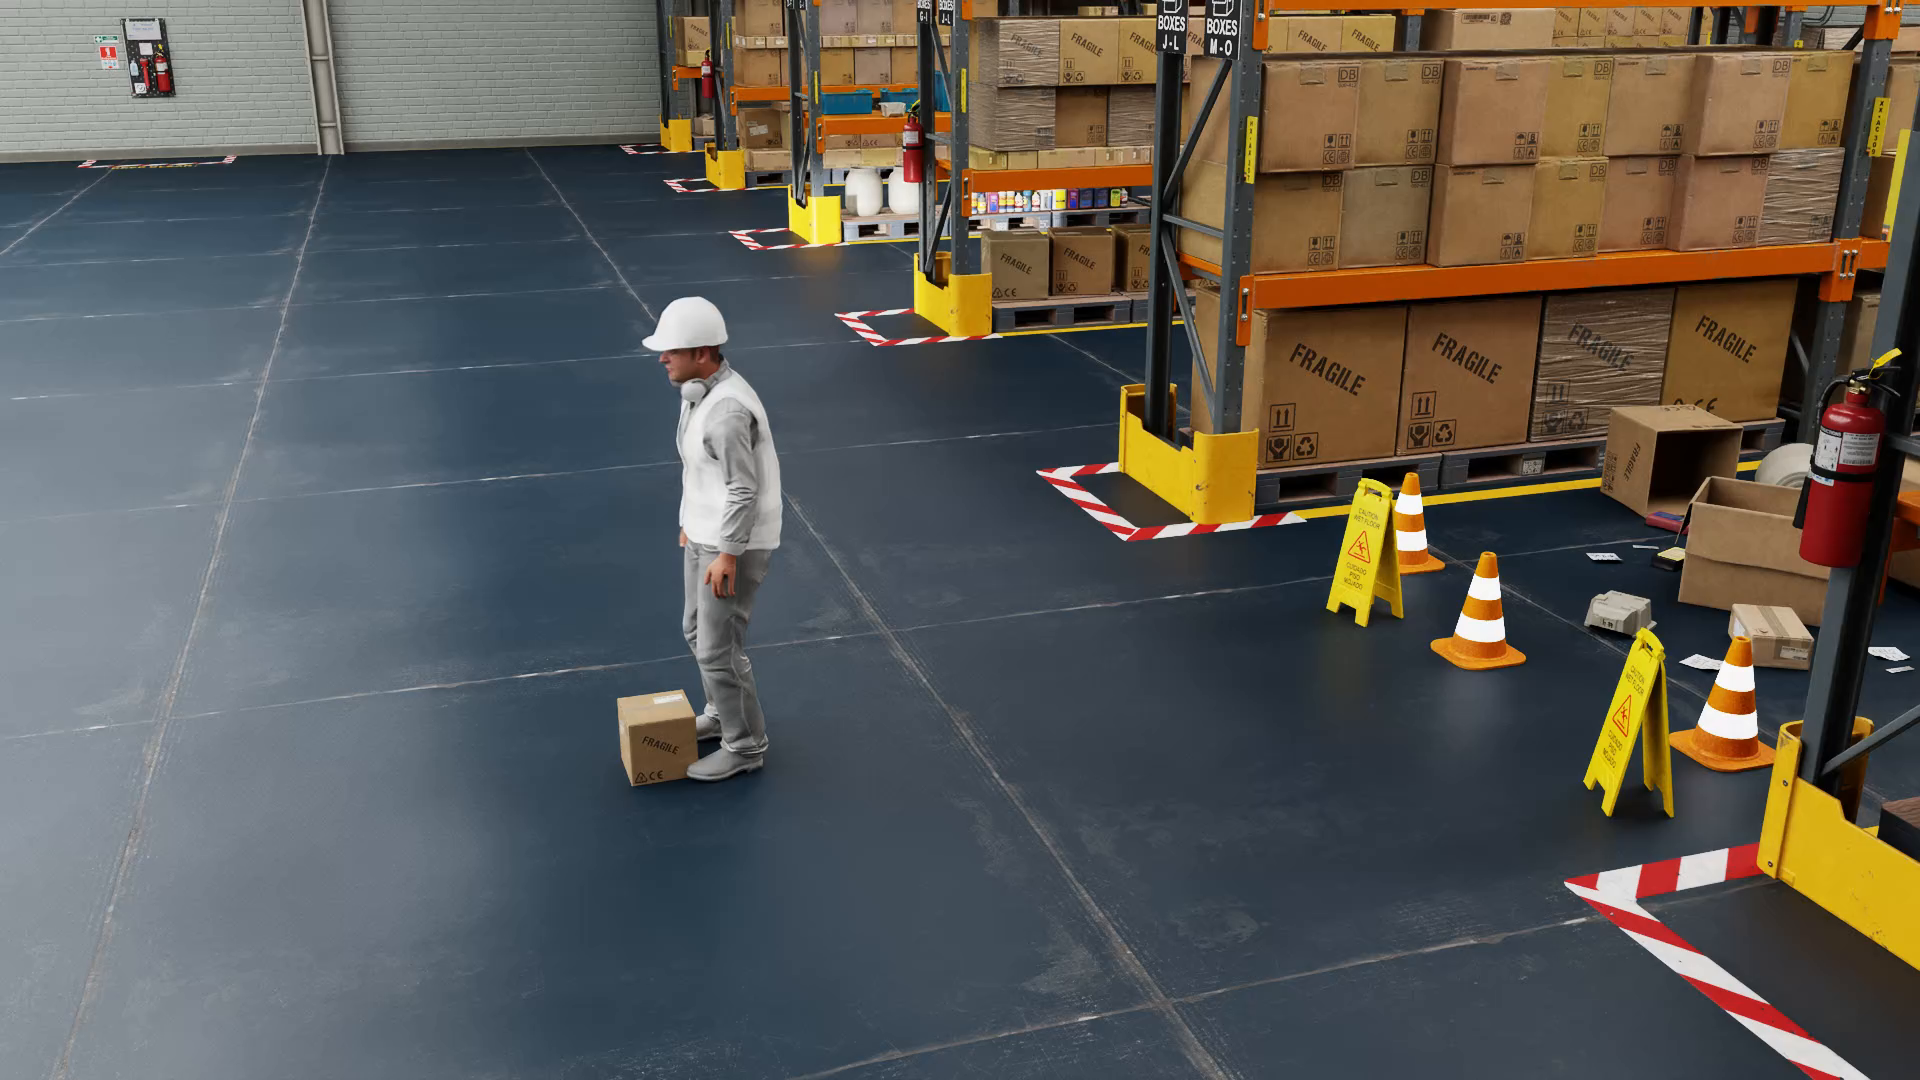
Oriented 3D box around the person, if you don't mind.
[{"bbox_3d":[-0.884,-0.012,6.061,0.461,1.771,0.581,-7,20,-19],"label":"person"}]
